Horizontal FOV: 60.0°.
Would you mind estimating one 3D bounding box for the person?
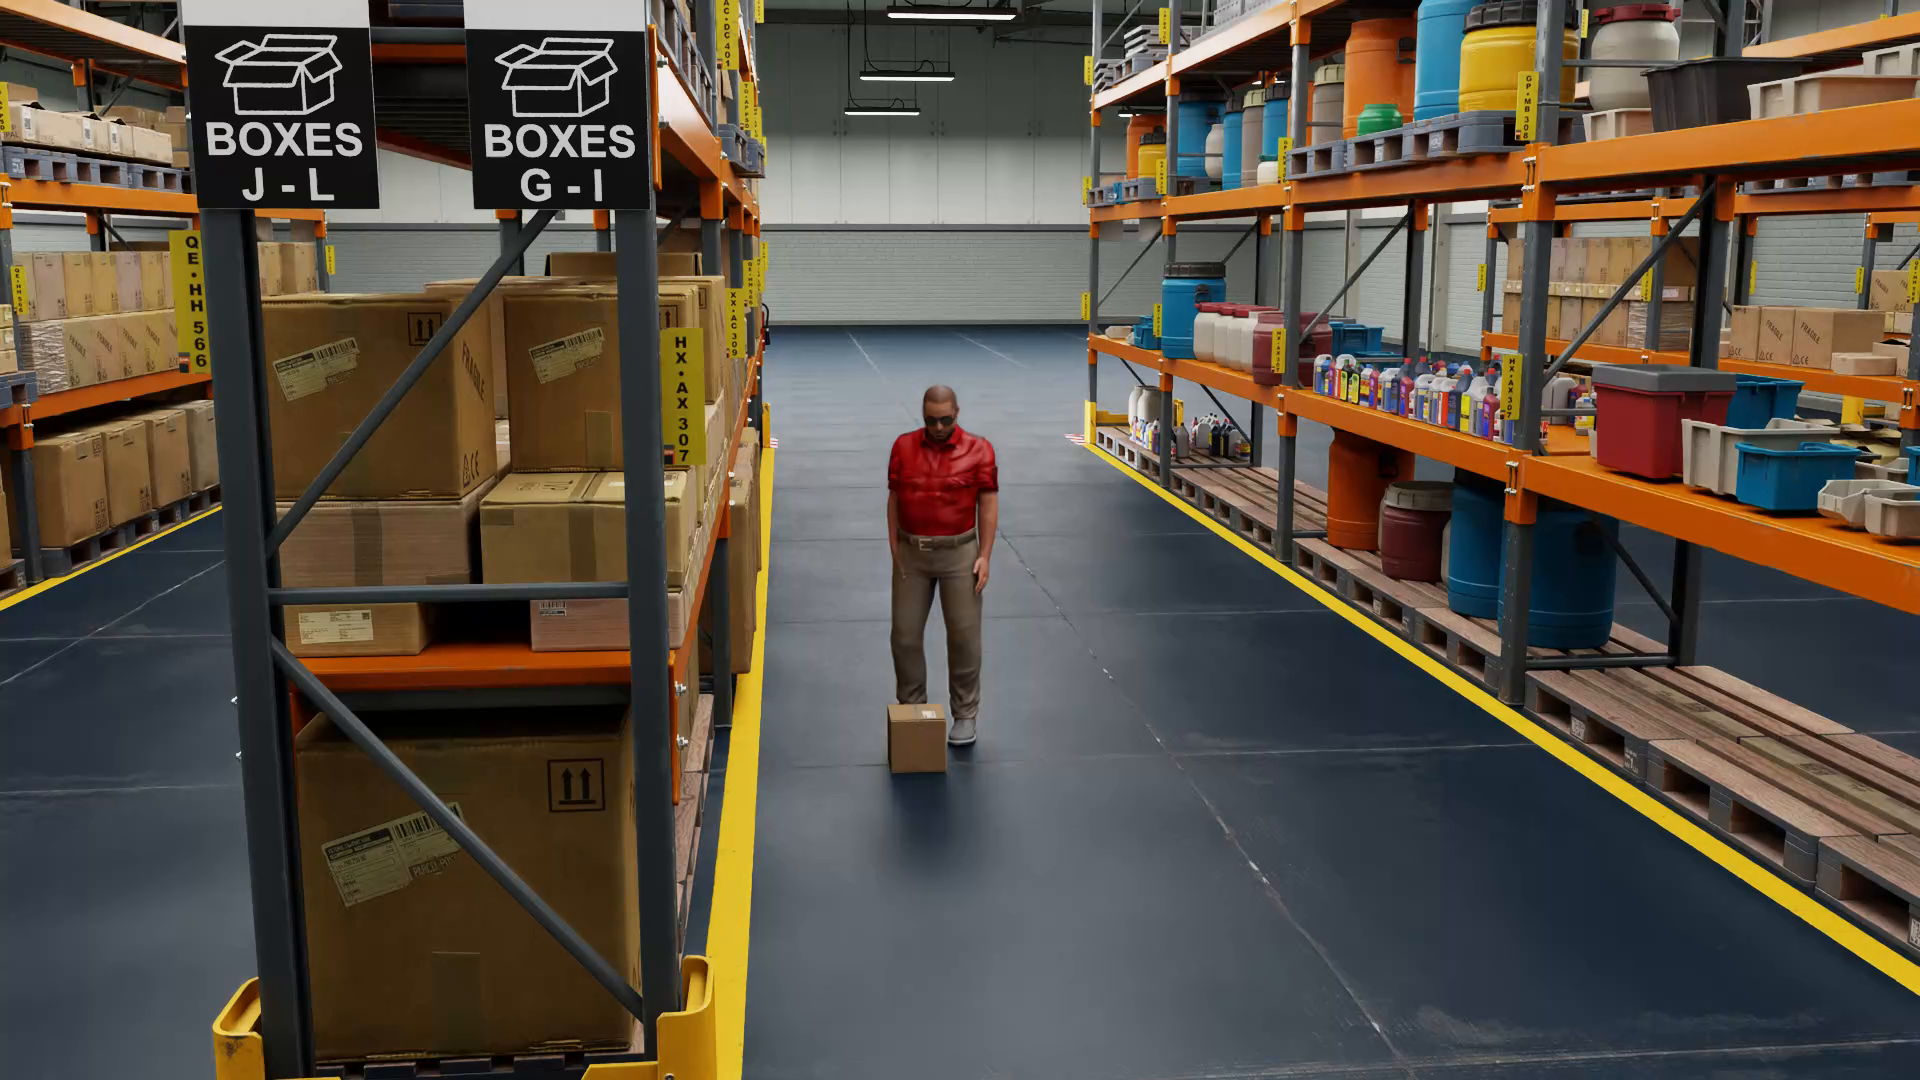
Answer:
[{"bbox_3d":[-0.086,0.110,7.906,0.541,1.709,0.365,2,10,11],"label":"person"}]
